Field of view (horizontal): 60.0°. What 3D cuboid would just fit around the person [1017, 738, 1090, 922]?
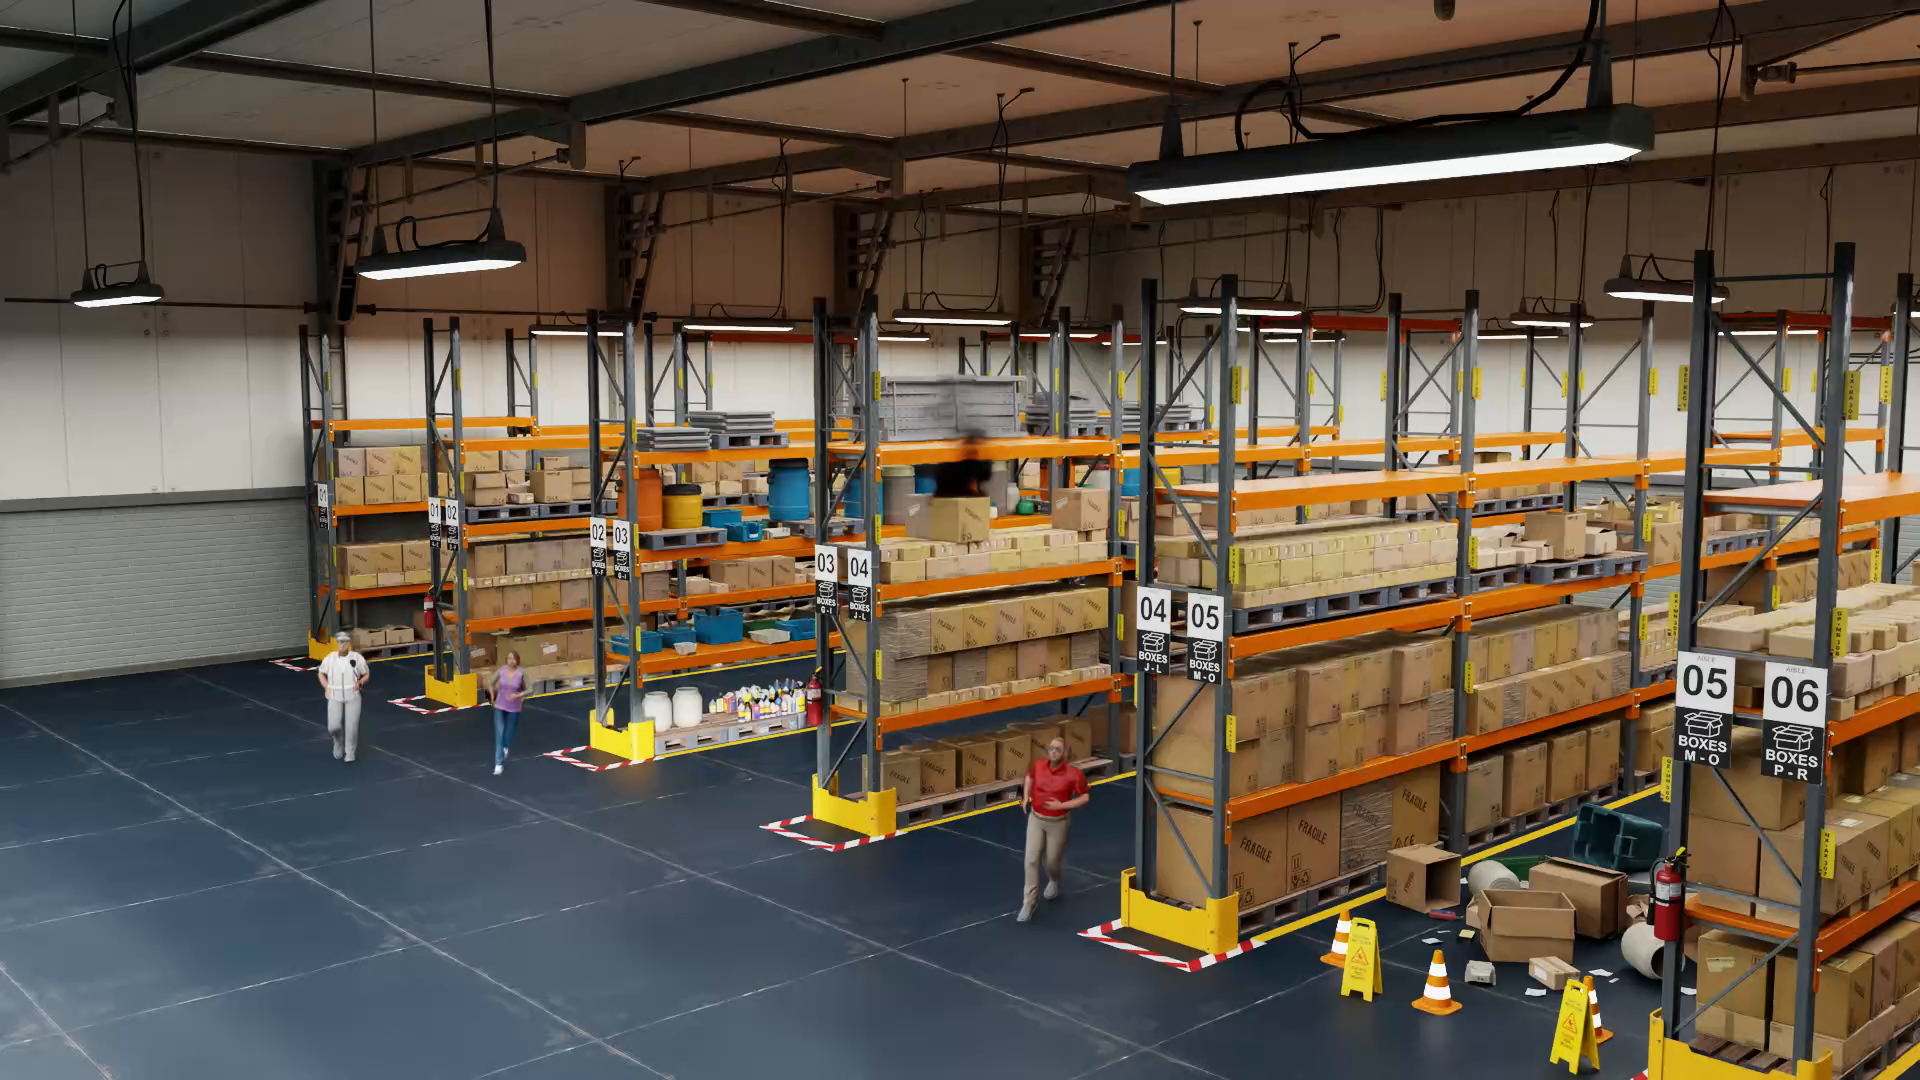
[{"bbox_3d":[0.910,2.731,15.931,0.698,1.720,0.893,2,6,23],"label":"person"}]

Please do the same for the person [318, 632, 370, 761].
[{"bbox_3d":[-8.152,2.075,21.988,0.638,1.736,0.605,-2,6,-16],"label":"person"}]

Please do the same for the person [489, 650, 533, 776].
[{"bbox_3d":[-5.851,2.218,21.674,0.574,1.594,0.784,-1,6,-8],"label":"person"}]
